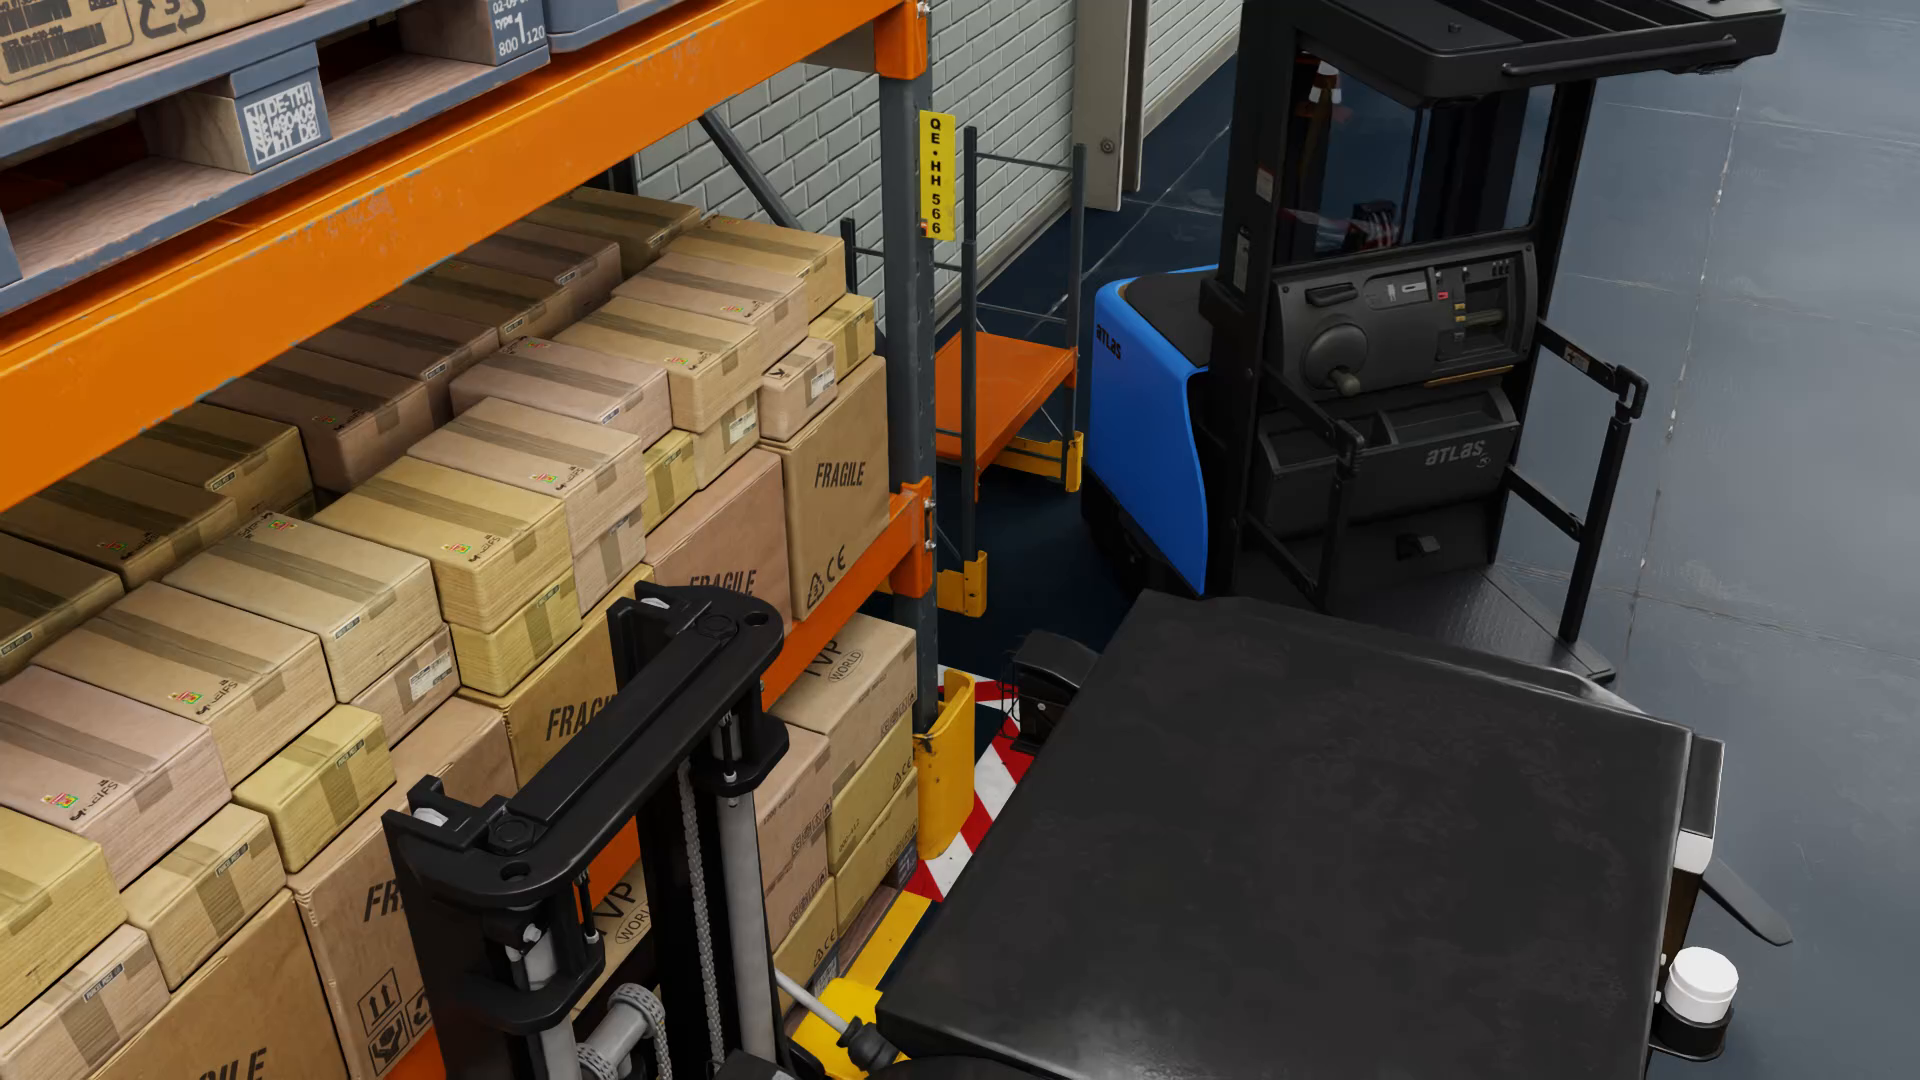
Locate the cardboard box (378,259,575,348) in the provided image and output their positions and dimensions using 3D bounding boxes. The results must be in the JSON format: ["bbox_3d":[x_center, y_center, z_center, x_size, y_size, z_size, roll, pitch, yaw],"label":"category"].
[{"bbox_3d":[-1.117,-0.507,3.834,0.380,0.149,0.250,15,36,21],"label":"cardboard box"}]

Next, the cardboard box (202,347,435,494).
[{"bbox_3d":[-1.322,-0.250,3.442,0.380,0.149,0.250,15,36,22],"label":"cardboard box"}]

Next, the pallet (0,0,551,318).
[{"bbox_3d":[-1.374,-0.707,2.437,1.003,0.211,1.213,14,36,20],"label":"pallet"}]

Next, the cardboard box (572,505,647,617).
[{"bbox_3d":[-0.863,-0.007,3.343,0.380,0.149,0.250,13,35,19],"label":"cardboard box"}]

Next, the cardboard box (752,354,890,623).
[{"bbox_3d":[-0.512,-0.182,4.200,0.500,0.500,0.500,13,36,19],"label":"cardboard box"}]

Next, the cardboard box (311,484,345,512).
[{"bbox_3d":[-1.416,-0.159,3.575,0.380,0.149,0.250,15,36,21],"label":"cardboard box"}]

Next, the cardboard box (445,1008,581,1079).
[{"bbox_3d":[-1.084,1.172,3.440,0.500,0.250,0.500,13,36,20],"label":"cardboard box"}]

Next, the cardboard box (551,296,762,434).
[{"bbox_3d":[-0.663,-0.389,3.654,0.380,0.149,0.250,15,36,22],"label":"cardboard box"}]

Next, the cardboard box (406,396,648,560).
[{"bbox_3d":[-0.843,-0.127,3.255,0.380,0.149,0.250,15,36,22],"label":"cardboard box"}]

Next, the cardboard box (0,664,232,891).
[{"bbox_3d":[-1.349,0.359,2.513,0.380,0.149,0.250,14,36,20],"label":"cardboard box"}]

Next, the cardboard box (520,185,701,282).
[{"bbox_3d":[-0.880,-0.764,4.226,0.380,0.149,0.250,13,36,20],"label":"cardboard box"}]

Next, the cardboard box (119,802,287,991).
[{"bbox_3d":[-1.285,0.505,2.562,0.380,0.149,0.250,13,35,19],"label":"cardboard box"}]

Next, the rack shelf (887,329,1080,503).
[{"bbox_3d":[0.036,-0.519,6.502,0.538,0.185,1.000,14,36,20],"label":"rack shelf"}]

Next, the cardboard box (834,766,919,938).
[{"bbox_3d":[-0.455,0.836,4.865,0.500,0.250,0.500,14,36,21],"label":"cardboard box"}]

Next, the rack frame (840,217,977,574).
[{"bbox_3d":[-0.177,-0.416,6.017,0.500,1.500,0.032,14,36,20],"label":"rack frame"}]

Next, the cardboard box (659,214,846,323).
[{"bbox_3d":[-0.504,-0.656,4.061,0.380,0.149,0.250,14,36,21],"label":"cardboard box"}]

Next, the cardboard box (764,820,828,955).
[{"bbox_3d":[-0.684,0.881,4.339,0.500,0.250,0.500,14,36,20],"label":"cardboard box"}]

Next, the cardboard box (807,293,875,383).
[{"bbox_3d":[-0.436,-0.521,4.127,0.380,0.149,0.250,15,36,21],"label":"cardboard box"}]

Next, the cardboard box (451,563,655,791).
[{"bbox_3d":[-0.952,0.330,3.420,0.500,0.500,0.500,13,36,20],"label":"cardboard box"}]

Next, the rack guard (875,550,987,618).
[{"bbox_3d":[-0.176,0.106,6.361,0.587,0.250,0.087,14,36,20],"label":"rack guard"}]

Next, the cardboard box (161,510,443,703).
[{"bbox_3d":[-1.140,0.109,2.894,0.380,0.149,0.250,15,36,21],"label":"cardboard box"}]

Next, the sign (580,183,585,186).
[{"bbox_3d":[-1.047,-0.971,4.633,0.100,0.325,0.005,14,36,20],"label":"sign"}]

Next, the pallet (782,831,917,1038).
[{"bbox_3d":[-0.827,1.111,4.862,1.003,0.211,1.213,14,36,20],"label":"pallet"}]

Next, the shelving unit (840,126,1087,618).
[{"bbox_3d":[0.032,-0.665,6.397,0.587,1.500,1.083,14,36,20],"label":"shelving unit"}]

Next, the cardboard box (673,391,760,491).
[{"bbox_3d":[-0.680,-0.272,3.747,0.380,0.149,0.250,15,36,21],"label":"cardboard box"}]

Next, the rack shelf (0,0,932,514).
[{"bbox_3d":[-1.382,-0.403,2.549,1.077,0.370,4.000,14,36,20],"label":"rack shelf"}]

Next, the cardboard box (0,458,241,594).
[{"bbox_3d":[-1.553,-0.001,3.061,0.380,0.149,0.250,14,36,21],"label":"cardboard box"}]

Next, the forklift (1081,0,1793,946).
[{"bbox_3d":[1.485,-0.636,5.046,1.130,2.935,3.031,-12,35,-17],"label":"forklift"}]

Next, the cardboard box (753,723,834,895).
[{"bbox_3d":[-0.663,0.667,4.209,0.500,0.250,0.500,15,36,21],"label":"cardboard box"}]

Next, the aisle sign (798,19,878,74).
[{"bbox_3d":[-0.251,-1.498,3.928,0.394,0.787,0.004,14,36,20],"label":"aisle sign"}]

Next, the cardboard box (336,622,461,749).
[{"bbox_3d":[-1.136,0.227,2.986,0.380,0.149,0.250,14,36,20],"label":"cardboard box"}]

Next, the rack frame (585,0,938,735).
[{"bbox_3d":[-0.545,-0.445,4.693,1.000,3.000,0.127,14,36,20],"label":"rack frame"}]

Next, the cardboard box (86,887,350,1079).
[{"bbox_3d":[-1.382,0.828,2.660,0.500,0.500,0.500,14,36,20],"label":"cardboard box"}]
